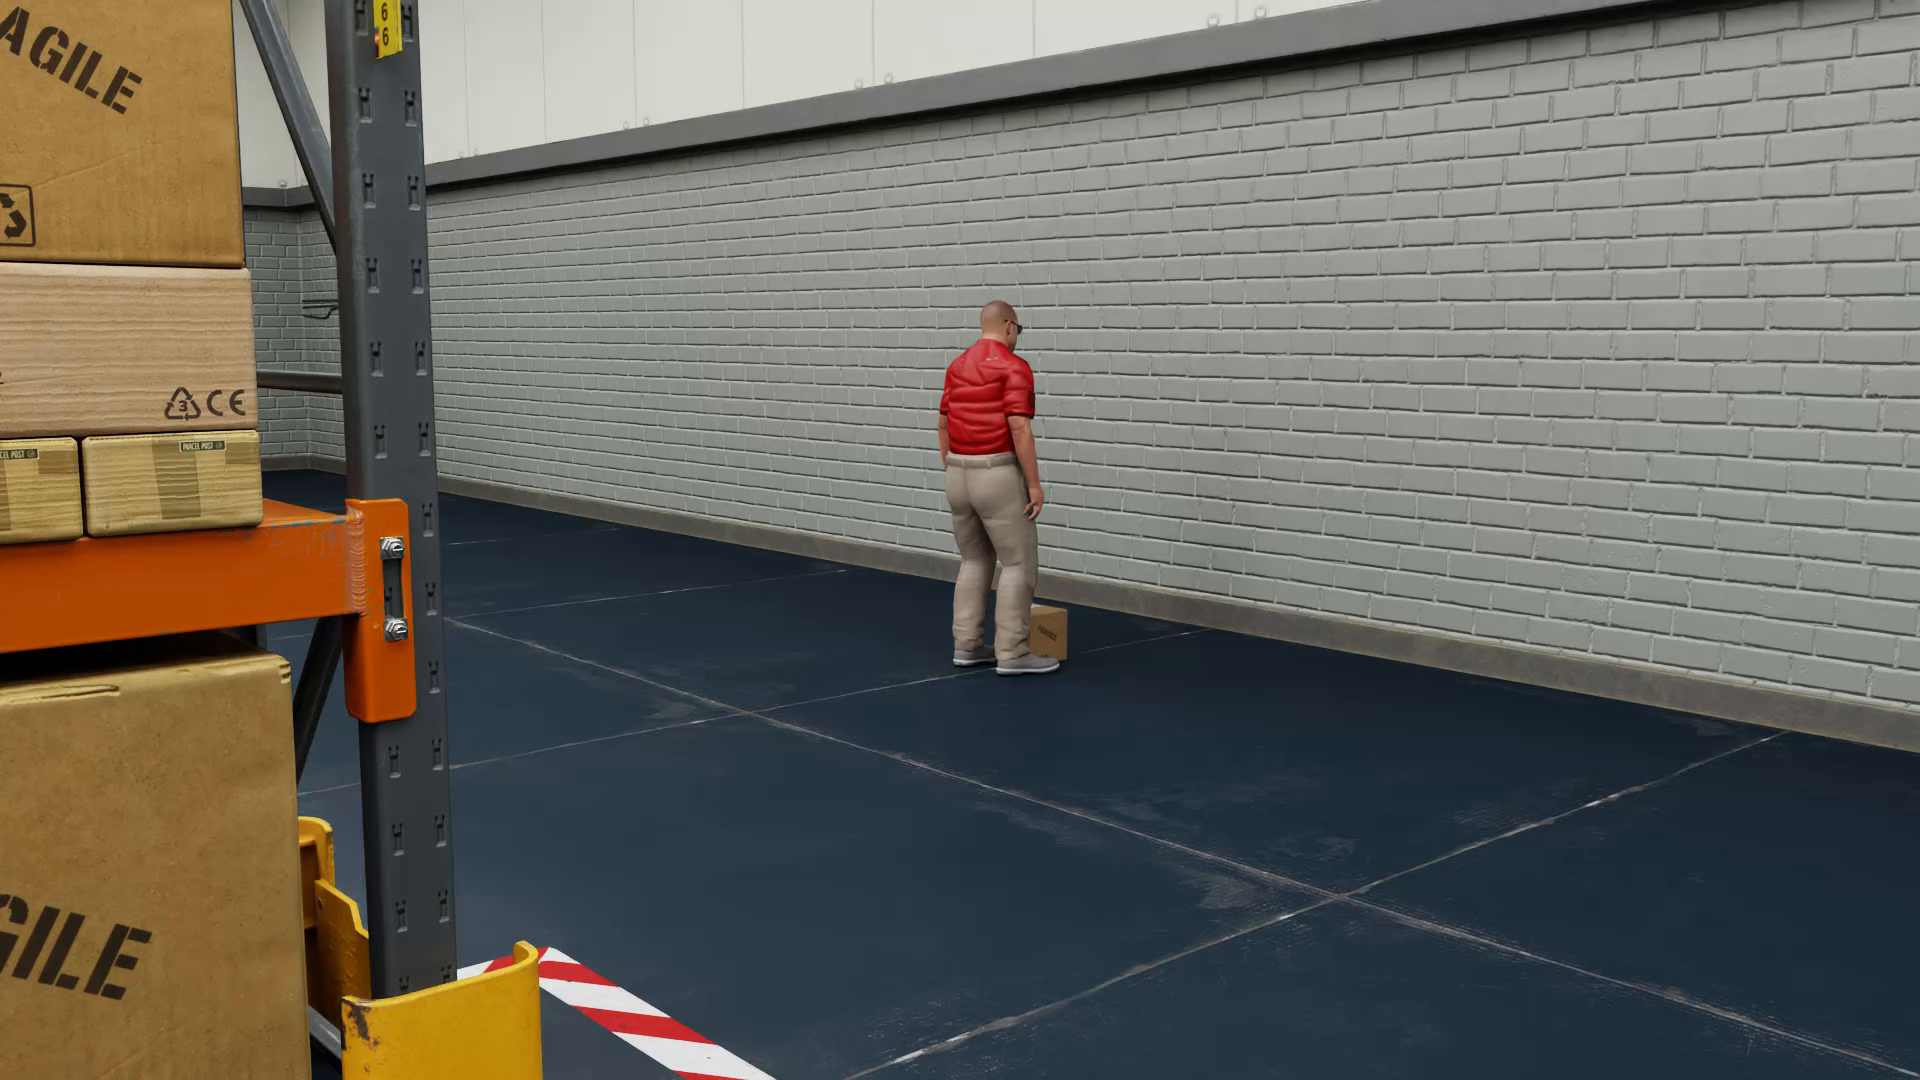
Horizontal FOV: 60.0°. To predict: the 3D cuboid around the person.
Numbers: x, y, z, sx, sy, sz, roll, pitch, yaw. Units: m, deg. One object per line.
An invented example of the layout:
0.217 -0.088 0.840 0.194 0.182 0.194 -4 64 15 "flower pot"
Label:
0.155 -0.252 7.791 0.392 1.725 0.590 -7 10 -43 "person"
